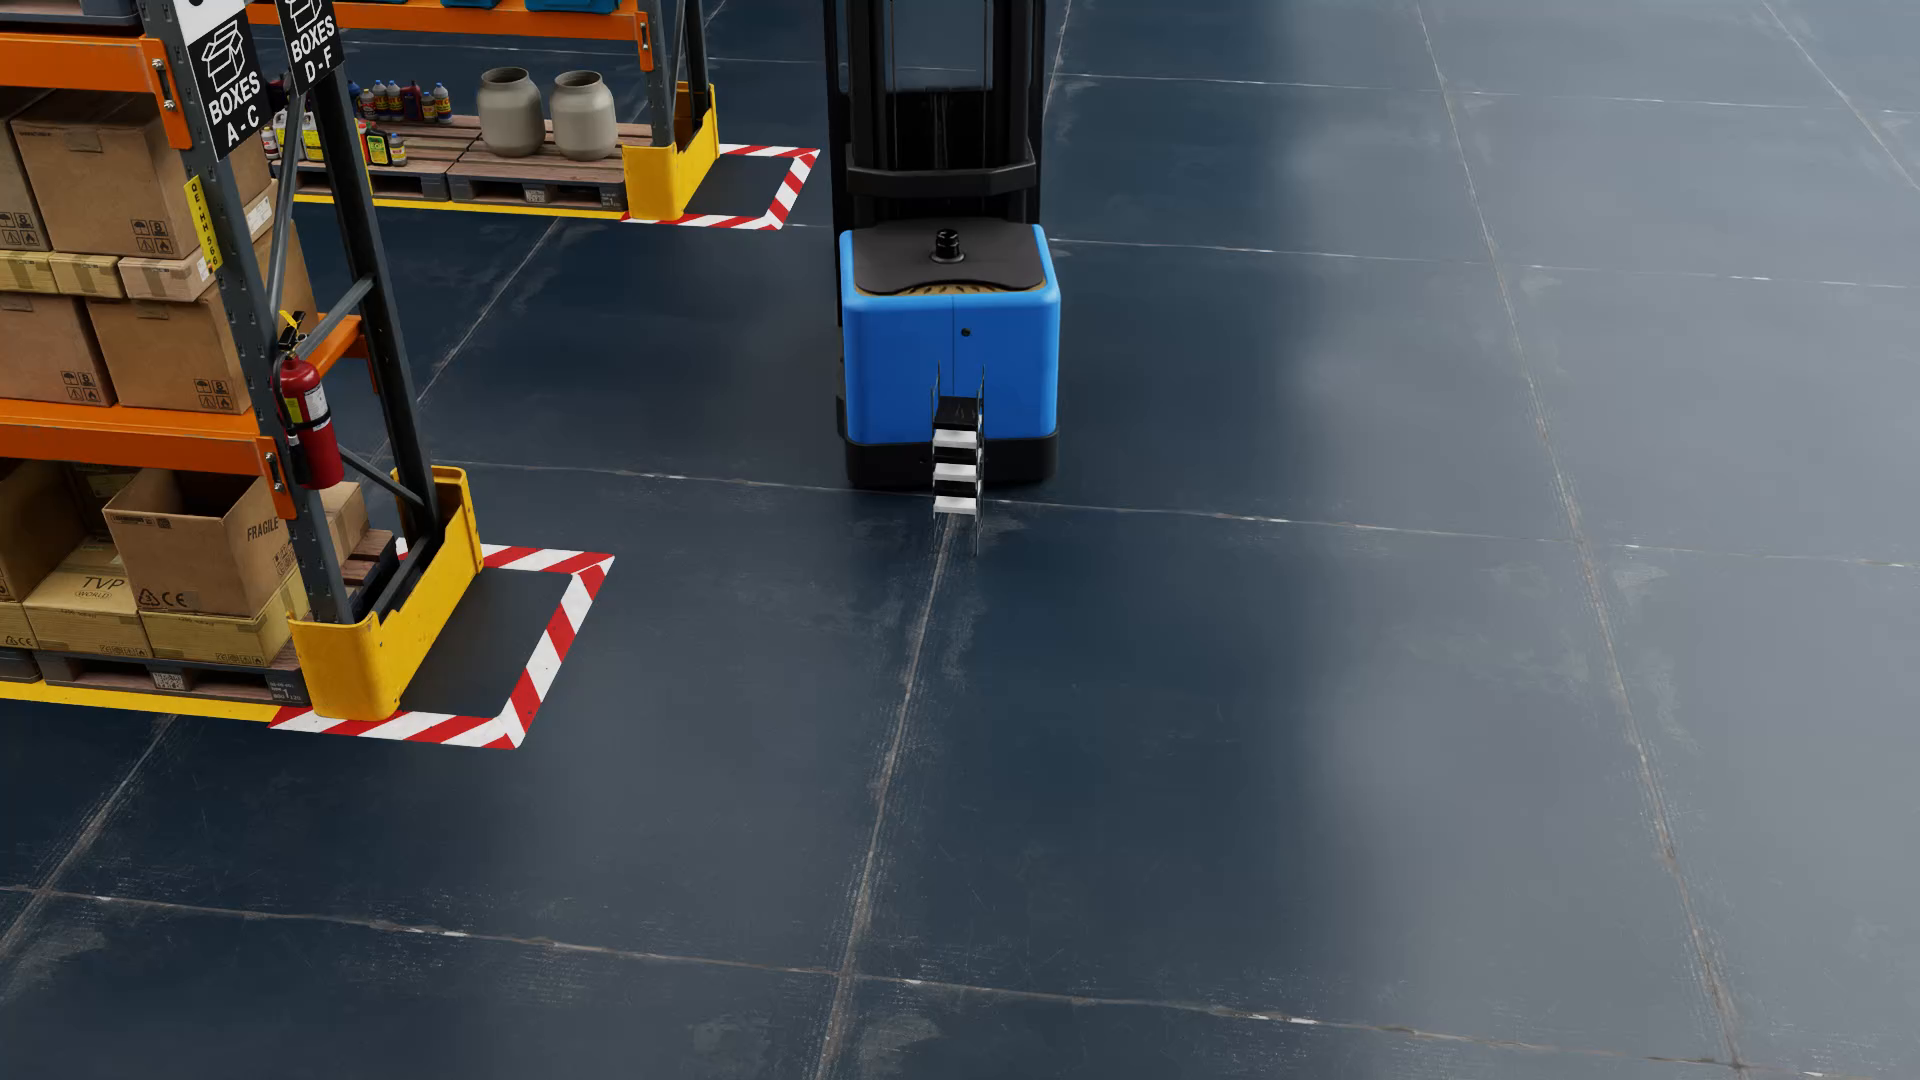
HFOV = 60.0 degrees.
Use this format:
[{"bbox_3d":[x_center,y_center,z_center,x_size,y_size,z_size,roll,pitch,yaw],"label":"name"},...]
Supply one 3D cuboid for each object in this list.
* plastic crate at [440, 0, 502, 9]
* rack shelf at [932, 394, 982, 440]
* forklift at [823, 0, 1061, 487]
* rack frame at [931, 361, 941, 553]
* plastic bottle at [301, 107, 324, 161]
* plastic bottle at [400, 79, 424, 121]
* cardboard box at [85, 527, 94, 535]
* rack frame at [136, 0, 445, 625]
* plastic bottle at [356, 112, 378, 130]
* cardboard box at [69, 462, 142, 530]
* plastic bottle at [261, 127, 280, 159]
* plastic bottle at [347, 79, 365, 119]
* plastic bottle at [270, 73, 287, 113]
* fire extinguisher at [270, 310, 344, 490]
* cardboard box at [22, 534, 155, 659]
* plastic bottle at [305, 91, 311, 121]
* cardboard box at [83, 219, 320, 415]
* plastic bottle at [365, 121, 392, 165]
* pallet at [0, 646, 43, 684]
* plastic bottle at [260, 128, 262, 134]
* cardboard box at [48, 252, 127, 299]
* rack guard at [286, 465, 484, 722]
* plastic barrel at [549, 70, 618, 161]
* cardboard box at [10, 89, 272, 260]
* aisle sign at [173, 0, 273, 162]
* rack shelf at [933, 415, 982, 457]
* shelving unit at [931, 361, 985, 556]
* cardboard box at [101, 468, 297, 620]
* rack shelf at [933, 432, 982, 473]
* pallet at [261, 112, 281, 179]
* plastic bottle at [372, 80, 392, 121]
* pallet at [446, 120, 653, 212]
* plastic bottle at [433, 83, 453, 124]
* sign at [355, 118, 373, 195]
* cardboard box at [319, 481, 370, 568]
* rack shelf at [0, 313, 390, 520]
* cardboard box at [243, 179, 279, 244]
[{"bbox_3d":[-3.031,-3.524,10.422,0.408,0.251,0.499,4,36,6],"label":"plastic crate"},{"bbox_3d":[-0.008,-0.560,7.540,0.200,0.077,0.258,4,36,6],"label":"rack shelf"},{"bbox_3d":[-0.144,-2.292,8.626,1.130,2.935,3.031,-3,36,-4],"label":"forklift"},{"bbox_3d":[-0.109,-0.374,7.688,0.006,0.900,0.240,4,36,6],"label":"rack frame"},{"bbox_3d":[-4.279,-2.708,11.051,0.185,0.351,0.144,6,36,8],"label":"plastic bottle"},{"bbox_3d":[-3.834,-3.083,11.635,0.133,0.283,0.061,5,36,7],"label":"plastic bottle"},{"bbox_3d":[-3.983,-0.107,7.511,0.500,0.250,0.500,4,36,6],"label":"cardboard box"},{"bbox_3d":[-2.488,-0.815,6.498,0.127,3.000,1.000,4,36,6],"label":"rack frame"},{"bbox_3d":[-3.964,-2.721,11.128,0.133,0.283,0.061,4,36,6],"label":"plastic bottle"},{"bbox_3d":[-3.487,-0.376,7.242,0.500,0.500,0.500,4,36,6],"label":"cardboard box"},{"bbox_3d":[-4.608,-2.658,11.110,0.097,0.201,0.097,0,36,0],"label":"plastic bottle"},{"bbox_3d":[-4.252,-3.099,11.668,0.097,0.271,0.097,0,36,0],"label":"plastic bottle"},{"bbox_3d":[-4.788,-3.154,11.735,0.133,0.283,0.061,7,36,9],"label":"plastic bottle"},{"bbox_3d":[-2.429,-0.507,6.133,0.183,0.674,0.296,4,36,6],"label":"fire extinguisher"},{"bbox_3d":[-3.555,0.234,7.034,0.500,0.250,0.500,4,36,6],"label":"cardboard box"},{"bbox_3d":[-4.487,-3.043,11.579,0.133,0.283,0.061,4,36,6],"label":"plastic bottle"},{"bbox_3d":[-2.949,-0.898,6.527,0.500,0.500,0.700,4,36,6],"label":"cardboard box"},{"bbox_3d":[-3.849,-2.624,10.991,0.133,0.283,0.061,5,36,7],"label":"plastic bottle"},{"bbox_3d":[-4.458,0.196,7.482,1.213,0.211,1.003,4,36,6],"label":"pallet"},{"bbox_3d":[-4.735,-2.731,11.152,0.097,0.271,0.097,0,36,0],"label":"plastic bottle"},{"bbox_3d":[-3.151,-1.057,6.192,0.250,0.149,0.380,5,36,7],"label":"cardboard box"},{"bbox_3d":[-2.464,0.204,7.221,0.348,0.500,1.175,4,36,6],"label":"rack guard"},{"bbox_3d":[-2.515,-2.832,11.104,0.421,0.512,0.421,0,36,0],"label":"plastic barrel"},{"bbox_3d":[-3.001,-1.430,6.156,0.500,0.500,0.700,4,36,6],"label":"cardboard box"},{"bbox_3d":[-2.460,-1.699,5.499,0.004,0.787,0.394,4,36,6],"label":"aisle sign"},{"bbox_3d":[-0.008,-0.486,7.592,0.200,0.077,0.258,4,36,6],"label":"rack shelf"},{"bbox_3d":[-0.008,-0.367,7.677,0.210,0.900,0.258,4,36,6],"label":"shelving unit"},{"bbox_3d":[-3.057,-0.040,6.772,0.500,0.500,0.500,4,36,6],"label":"cardboard box"},{"bbox_3d":[-0.008,-0.413,7.644,0.200,0.077,0.258,4,36,6],"label":"rack shelf"},{"bbox_3d":[-5.160,-2.756,11.618,1.213,0.211,1.003,4,36,6],"label":"pallet"},{"bbox_3d":[-4.051,-3.084,11.647,0.097,0.271,0.097,0,36,0],"label":"plastic bottle"},{"bbox_3d":[-2.739,-2.576,11.365,1.213,0.211,1.003,4,36,6],"label":"pallet"},{"bbox_3d":[-3.612,-3.051,11.601,0.097,0.271,0.097,0,36,0],"label":"plastic bottle"},{"bbox_3d":[-2.411,-1.519,6.671,0.005,0.325,0.100,4,36,6],"label":"sign"},{"bbox_3d":[-2.991,-0.035,7.410,0.500,0.250,0.500,4,36,6],"label":"cardboard box"},{"bbox_3d":[-4.471,-0.670,6.914,4.000,0.370,1.077,4,36,6],"label":"rack shelf"},{"bbox_3d":[-2.849,-1.273,6.495,0.250,0.149,0.380,4,36,6],"label":"cardboard box"}]
